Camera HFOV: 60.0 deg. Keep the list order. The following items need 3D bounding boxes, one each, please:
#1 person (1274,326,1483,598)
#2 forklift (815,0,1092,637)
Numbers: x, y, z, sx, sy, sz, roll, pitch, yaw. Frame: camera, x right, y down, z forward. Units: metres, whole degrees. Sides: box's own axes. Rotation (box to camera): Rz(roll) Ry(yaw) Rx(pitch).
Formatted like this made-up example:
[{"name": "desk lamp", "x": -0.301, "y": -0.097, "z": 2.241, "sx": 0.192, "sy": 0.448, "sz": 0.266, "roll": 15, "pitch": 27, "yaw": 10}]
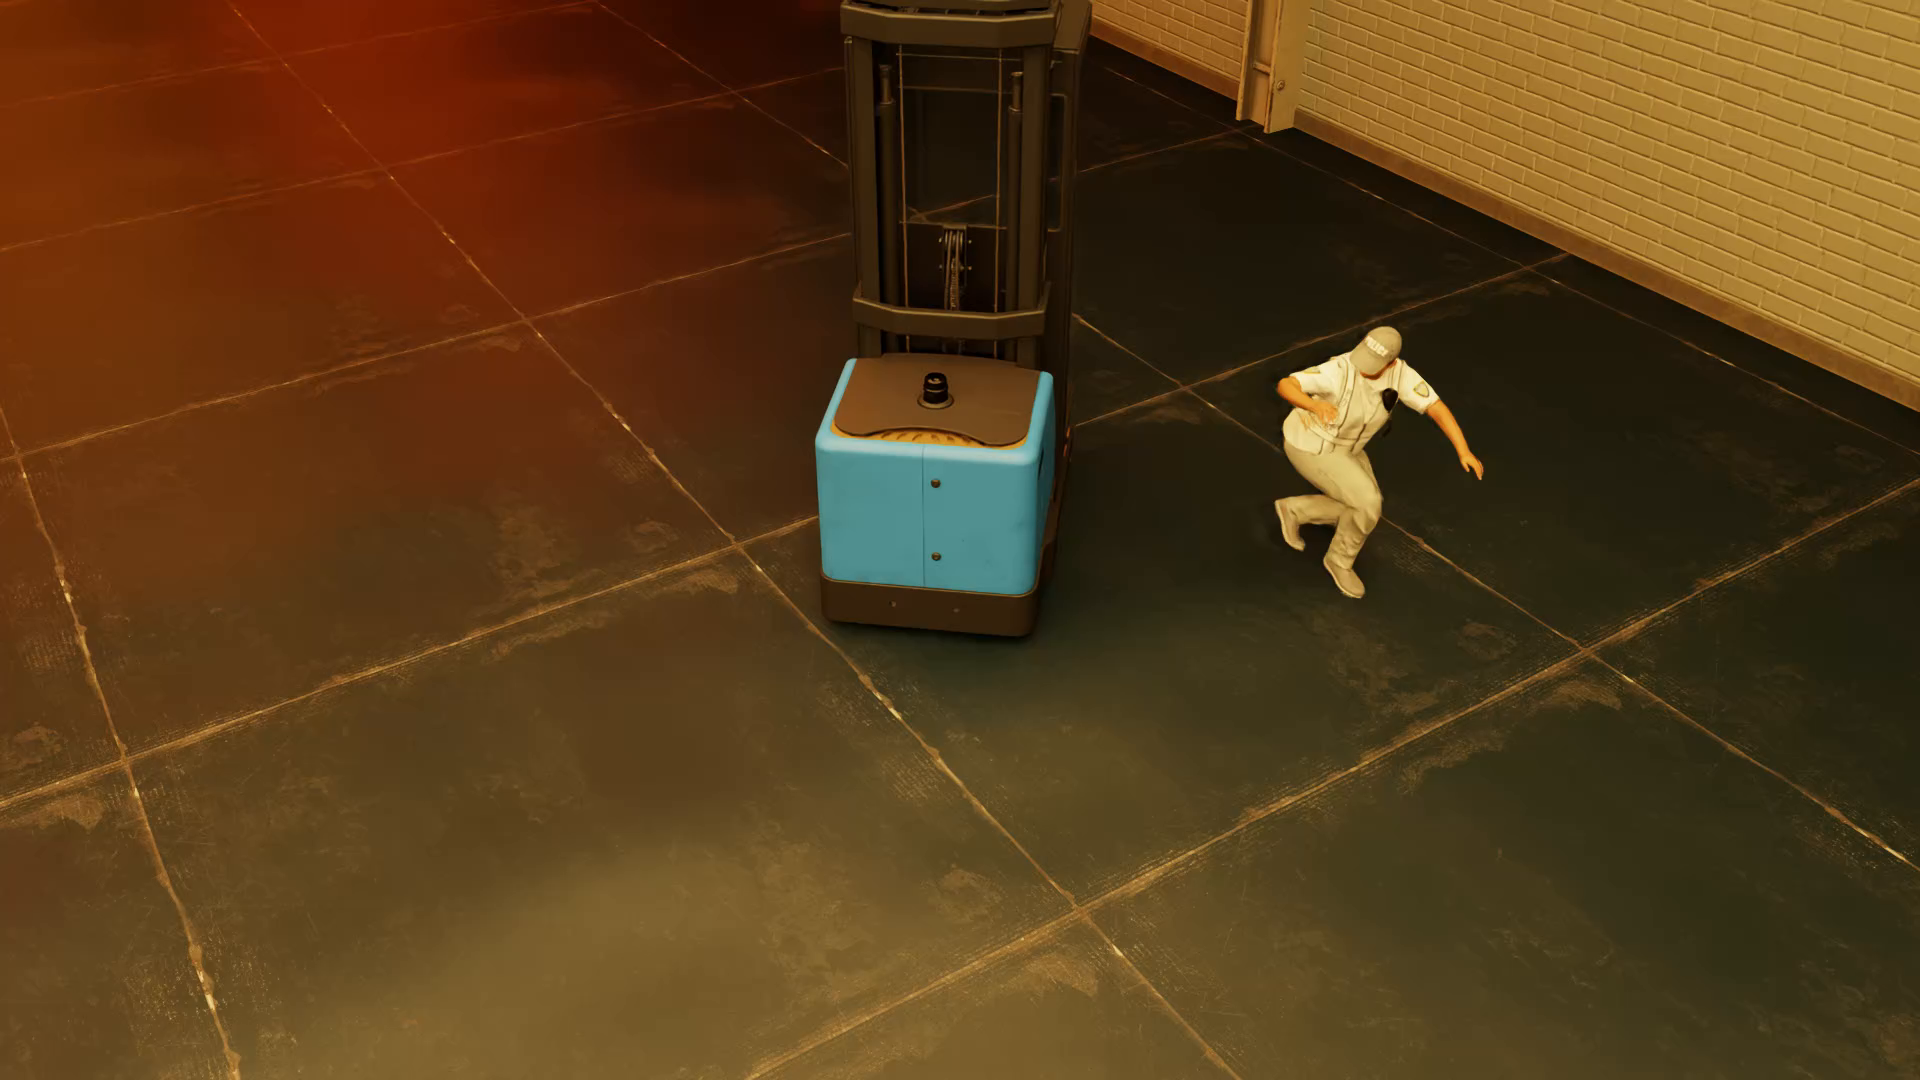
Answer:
[{"name": "person", "x": 1.944, "y": -0.357, "z": 8.013, "sx": 0.738, "sy": 1.401, "sz": 1.027, "roll": -26, "pitch": 42, "yaw": -32}, {"name": "forklift", "x": 0.045, "y": -1.576, "z": 8.390, "sx": 1.130, "sy": 2.935, "sz": 3.031, "roll": 5, "pitch": 35, "yaw": 7}]
